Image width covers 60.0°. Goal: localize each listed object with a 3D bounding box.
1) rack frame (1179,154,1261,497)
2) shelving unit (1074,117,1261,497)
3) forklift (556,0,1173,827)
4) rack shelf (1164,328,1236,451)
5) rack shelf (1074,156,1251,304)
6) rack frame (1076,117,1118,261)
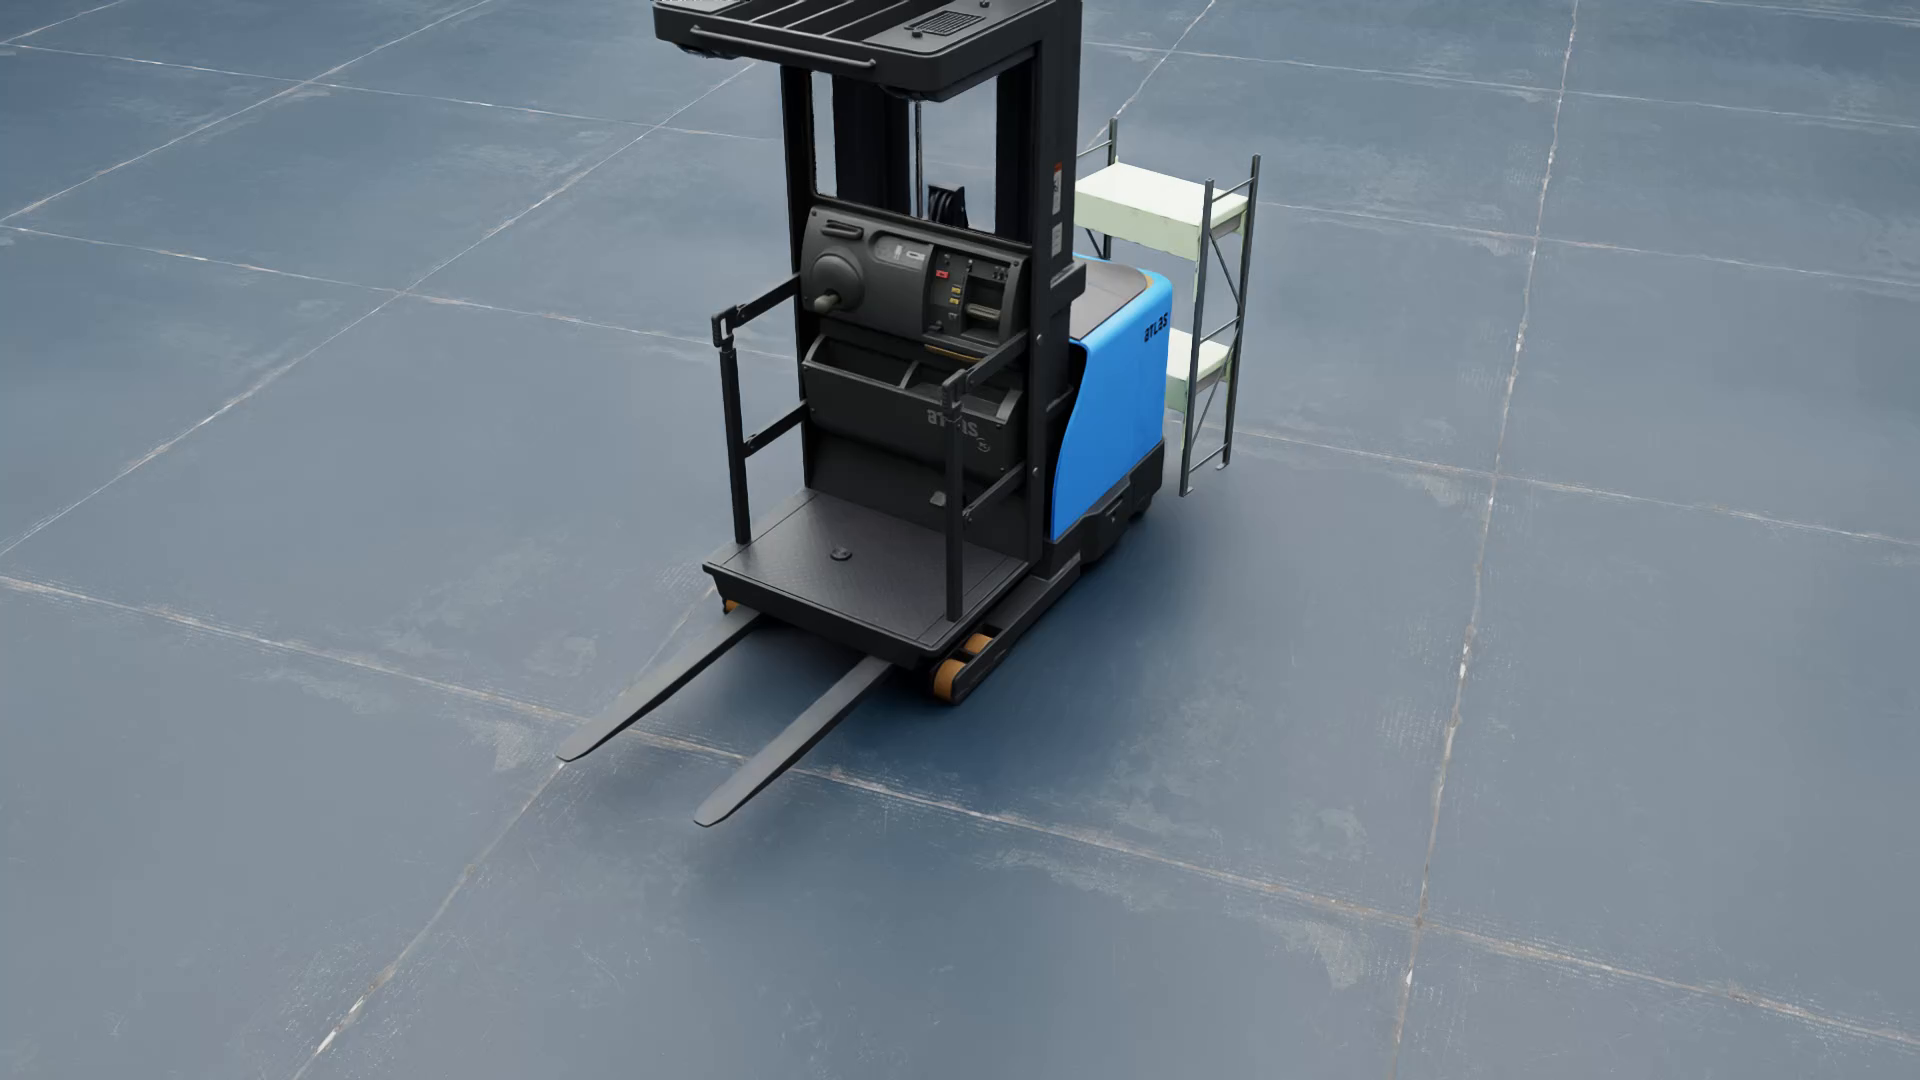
[{"bbox_3d":[1.131,-0.911,7.279,0.023,1.500,0.400,24,40,32],"label":"rack frame"},{"bbox_3d":[0.849,-1.038,7.475,0.755,1.500,0.431,24,40,32],"label":"shelving unit"},{"bbox_3d":[-0.299,-0.904,5.948,1.130,2.935,3.031,19,37,27],"label":"forklift"},{"bbox_3d":[0.849,-0.764,7.652,0.720,0.370,0.431,24,40,32],"label":"rack shelf"},{"bbox_3d":[0.849,-1.366,7.263,0.720,0.370,0.431,24,40,32],"label":"rack shelf"},{"bbox_3d":[0.567,-1.164,7.671,0.023,1.500,0.400,24,40,32],"label":"rack frame"}]
